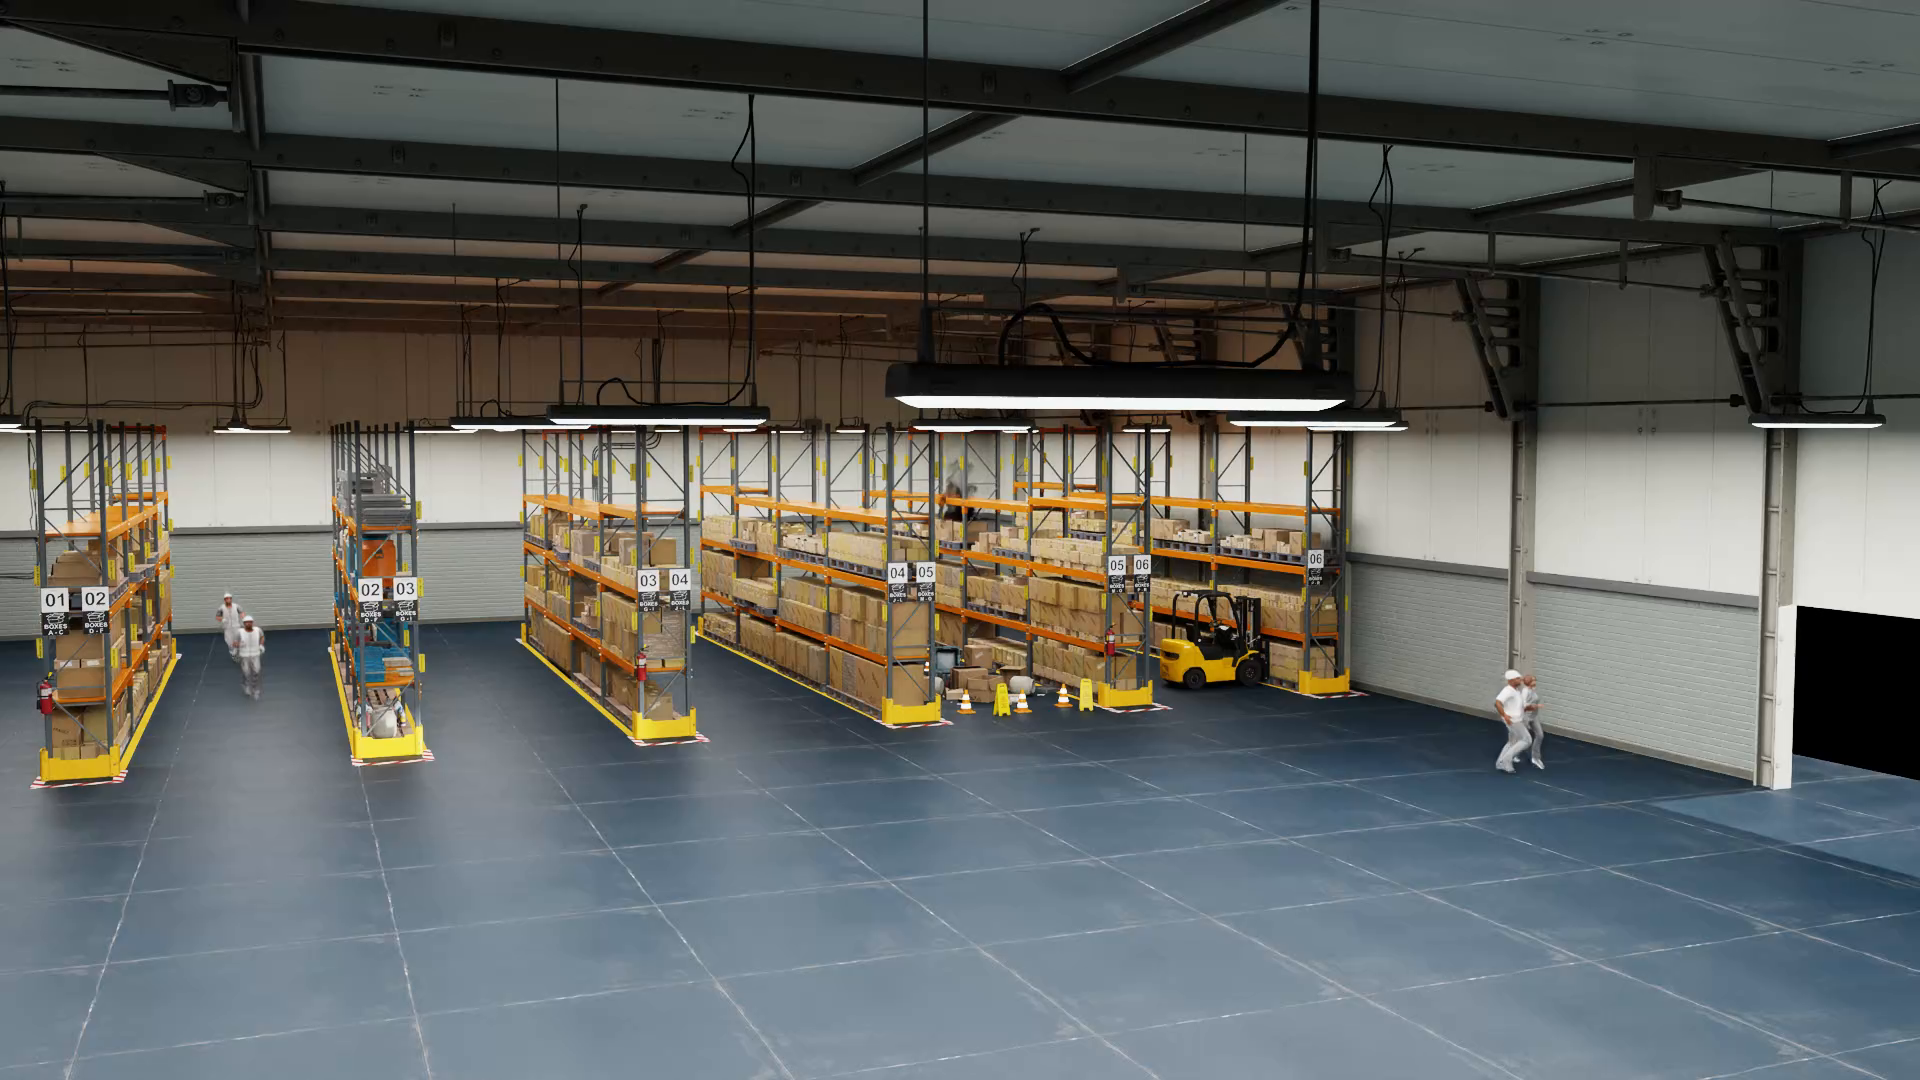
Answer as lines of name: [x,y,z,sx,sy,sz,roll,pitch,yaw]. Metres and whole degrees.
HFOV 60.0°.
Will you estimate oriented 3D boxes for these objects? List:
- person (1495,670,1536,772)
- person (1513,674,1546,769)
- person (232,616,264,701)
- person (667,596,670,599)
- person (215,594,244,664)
person: [9.438,3.073,28.232,0.644,1.724,0.682,2,4,24]
person: [9.804,3.122,28.751,0.507,1.634,0.725,-3,5,-40]
person: [-15.490,2.554,36.242,0.672,1.819,0.928,-2,4,-29]
person: [-7.737,2.063,45.315,0.614,1.622,0.801,-1,4,-12]
person: [-18.316,2.234,41.748,0.692,1.779,0.599,-2,4,-28]
